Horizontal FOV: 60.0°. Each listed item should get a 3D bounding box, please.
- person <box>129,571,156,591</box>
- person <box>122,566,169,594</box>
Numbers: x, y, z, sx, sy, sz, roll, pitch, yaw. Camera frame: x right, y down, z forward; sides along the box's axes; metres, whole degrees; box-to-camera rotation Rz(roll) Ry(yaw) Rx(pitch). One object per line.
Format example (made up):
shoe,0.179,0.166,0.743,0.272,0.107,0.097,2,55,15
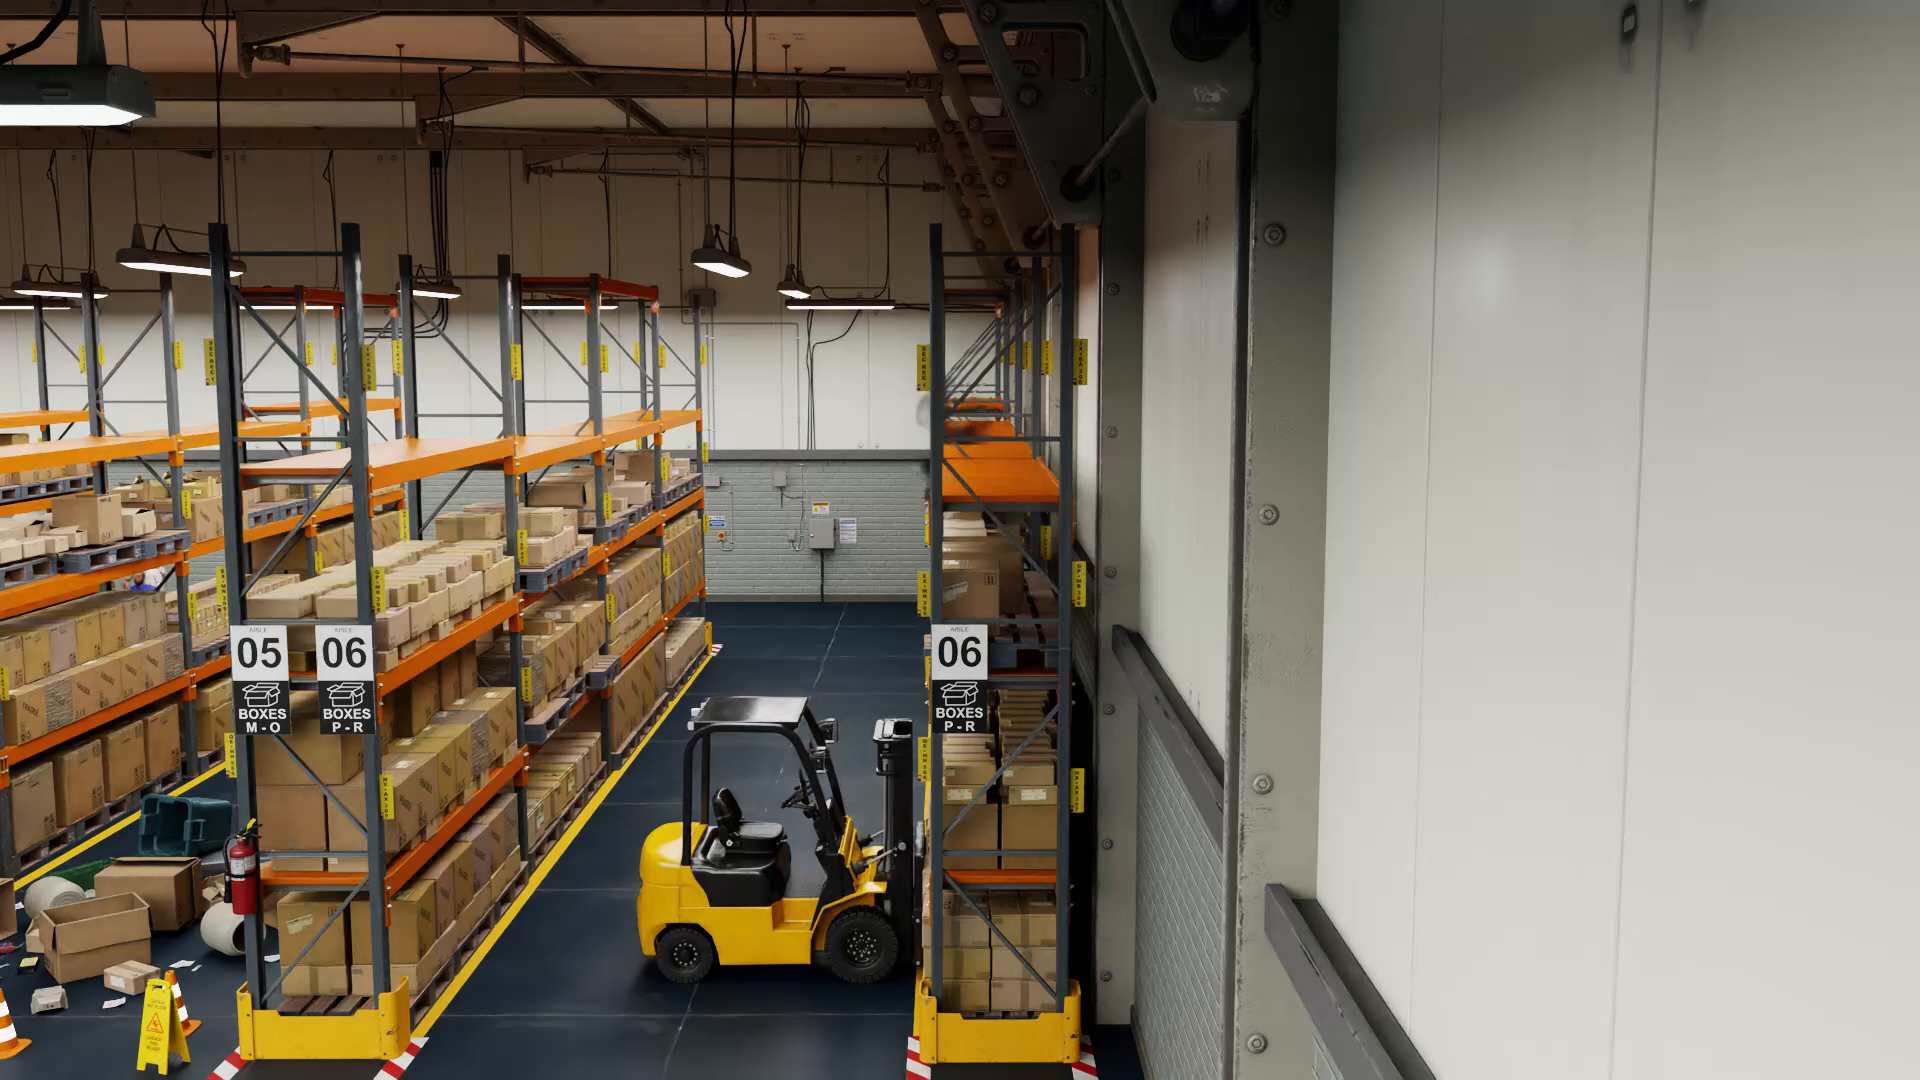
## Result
person,-12.937,1.304,26.341,0.581,1.650,0.671,0,7,-2
person,-13.945,0.950,28.774,0.882,1.713,0.725,3,7,26
